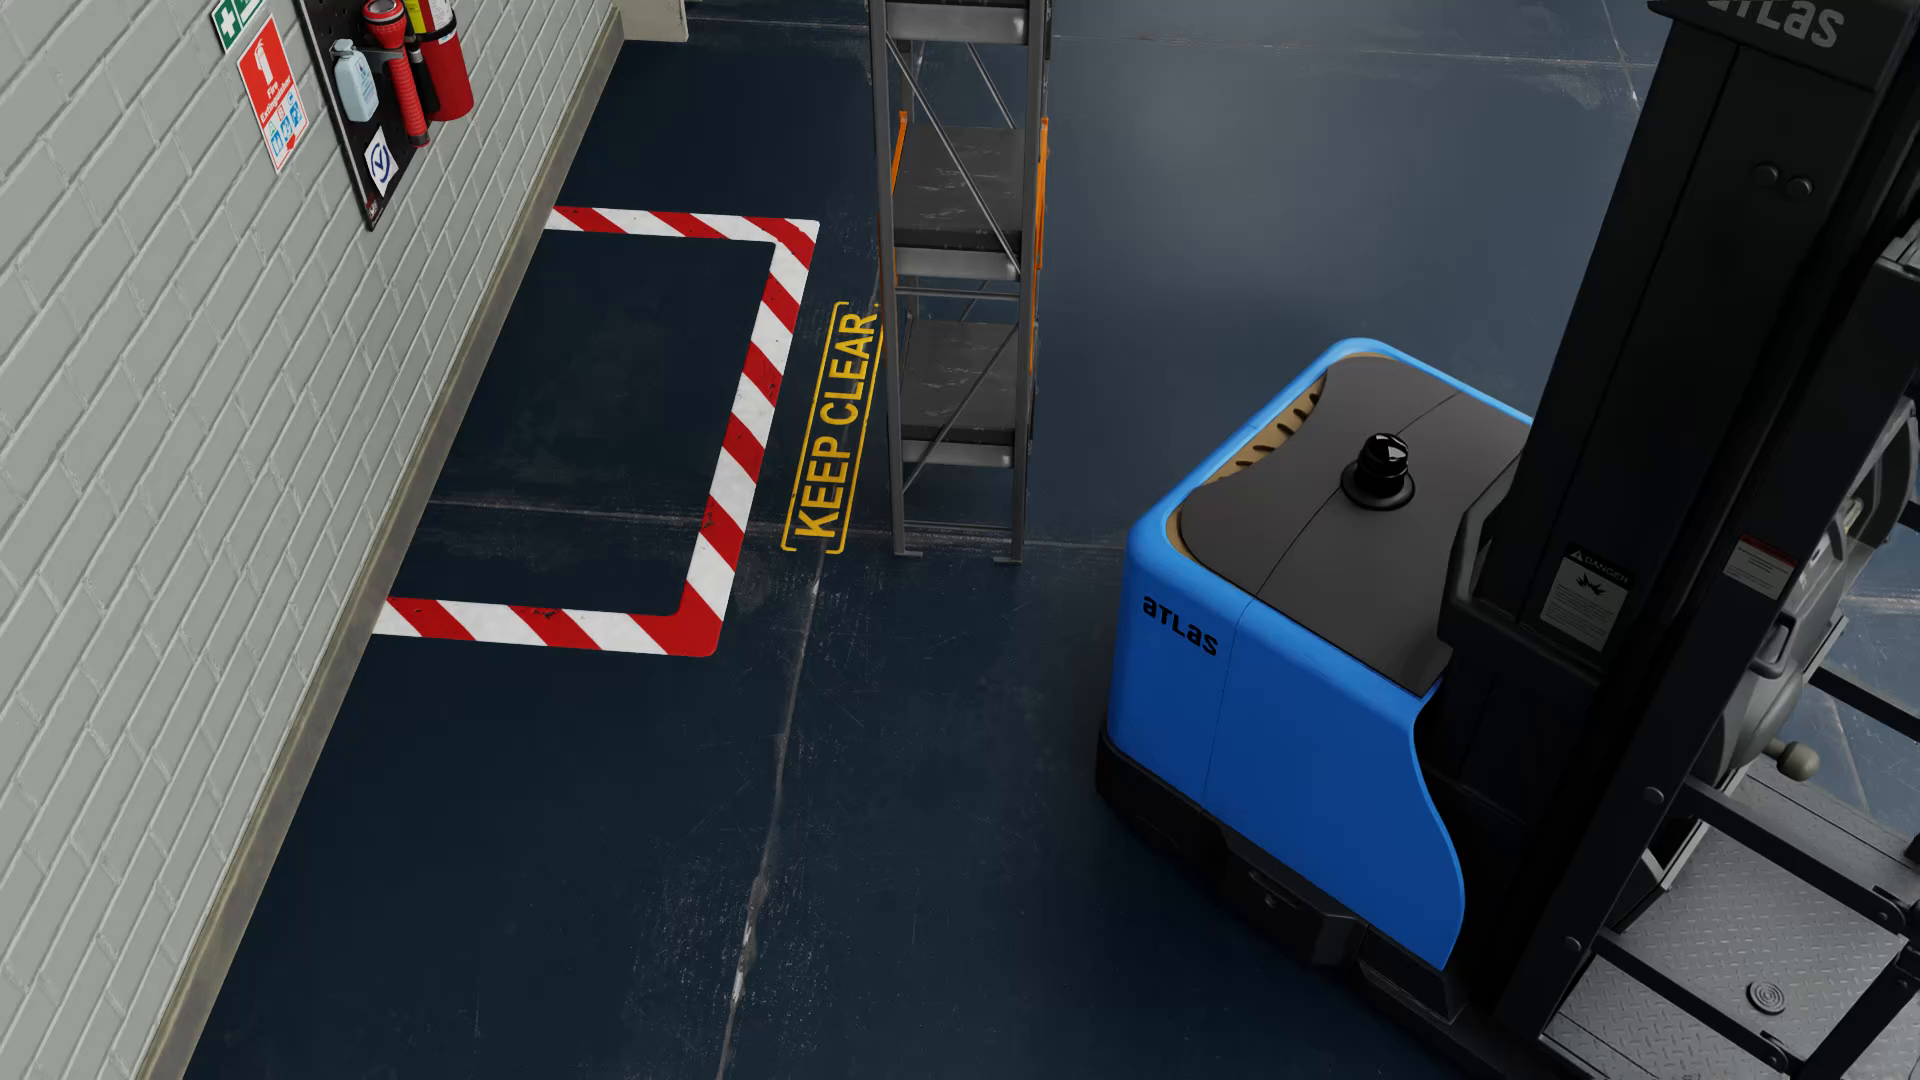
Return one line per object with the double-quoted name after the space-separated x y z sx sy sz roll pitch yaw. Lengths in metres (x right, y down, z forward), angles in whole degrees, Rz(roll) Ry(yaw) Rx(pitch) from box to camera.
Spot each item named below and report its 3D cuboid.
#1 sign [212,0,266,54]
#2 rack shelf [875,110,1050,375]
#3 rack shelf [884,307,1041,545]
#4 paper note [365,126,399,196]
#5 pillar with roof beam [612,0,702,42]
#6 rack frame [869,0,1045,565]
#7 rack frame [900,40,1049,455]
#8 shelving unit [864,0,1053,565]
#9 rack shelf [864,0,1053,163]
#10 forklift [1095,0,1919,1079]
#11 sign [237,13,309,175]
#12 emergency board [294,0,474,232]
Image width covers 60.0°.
-1.734 -1.314 4.036 0.001 0.109 0.331 4 48 4 "sign"
0.015 -0.821 4.597 0.431 0.518 0.480 4 48 4 "rack shelf"
0.015 -0.349 5.113 0.431 0.518 0.480 4 48 4 "rack shelf"
-1.675 -1.097 4.818 0.016 0.148 0.142 4 48 4 "paper note"
2.960 -5.068 3.787 9.100 9.000 0.400 4 48 4 "pillar with roof beam"
-0.007 -0.651 4.422 0.400 2.100 0.015 4 48 4 "rack frame"
0.037 -1.010 4.750 0.400 2.100 0.015 4 48 4 "rack frame"
0.015 -0.830 4.586 0.431 2.100 0.503 4 48 4 "shelving unit"
0.015 -1.294 4.080 0.431 0.518 0.480 4 48 4 "rack shelf"
1.807 0.173 3.105 3.031 2.935 1.130 33 56 27 "forklift"
-1.743 -1.133 4.229 0.001 0.329 0.234 4 48 4 "sign"
-1.590 -1.520 4.607 0.194 1.169 0.643 4 48 4 "emergency board"
